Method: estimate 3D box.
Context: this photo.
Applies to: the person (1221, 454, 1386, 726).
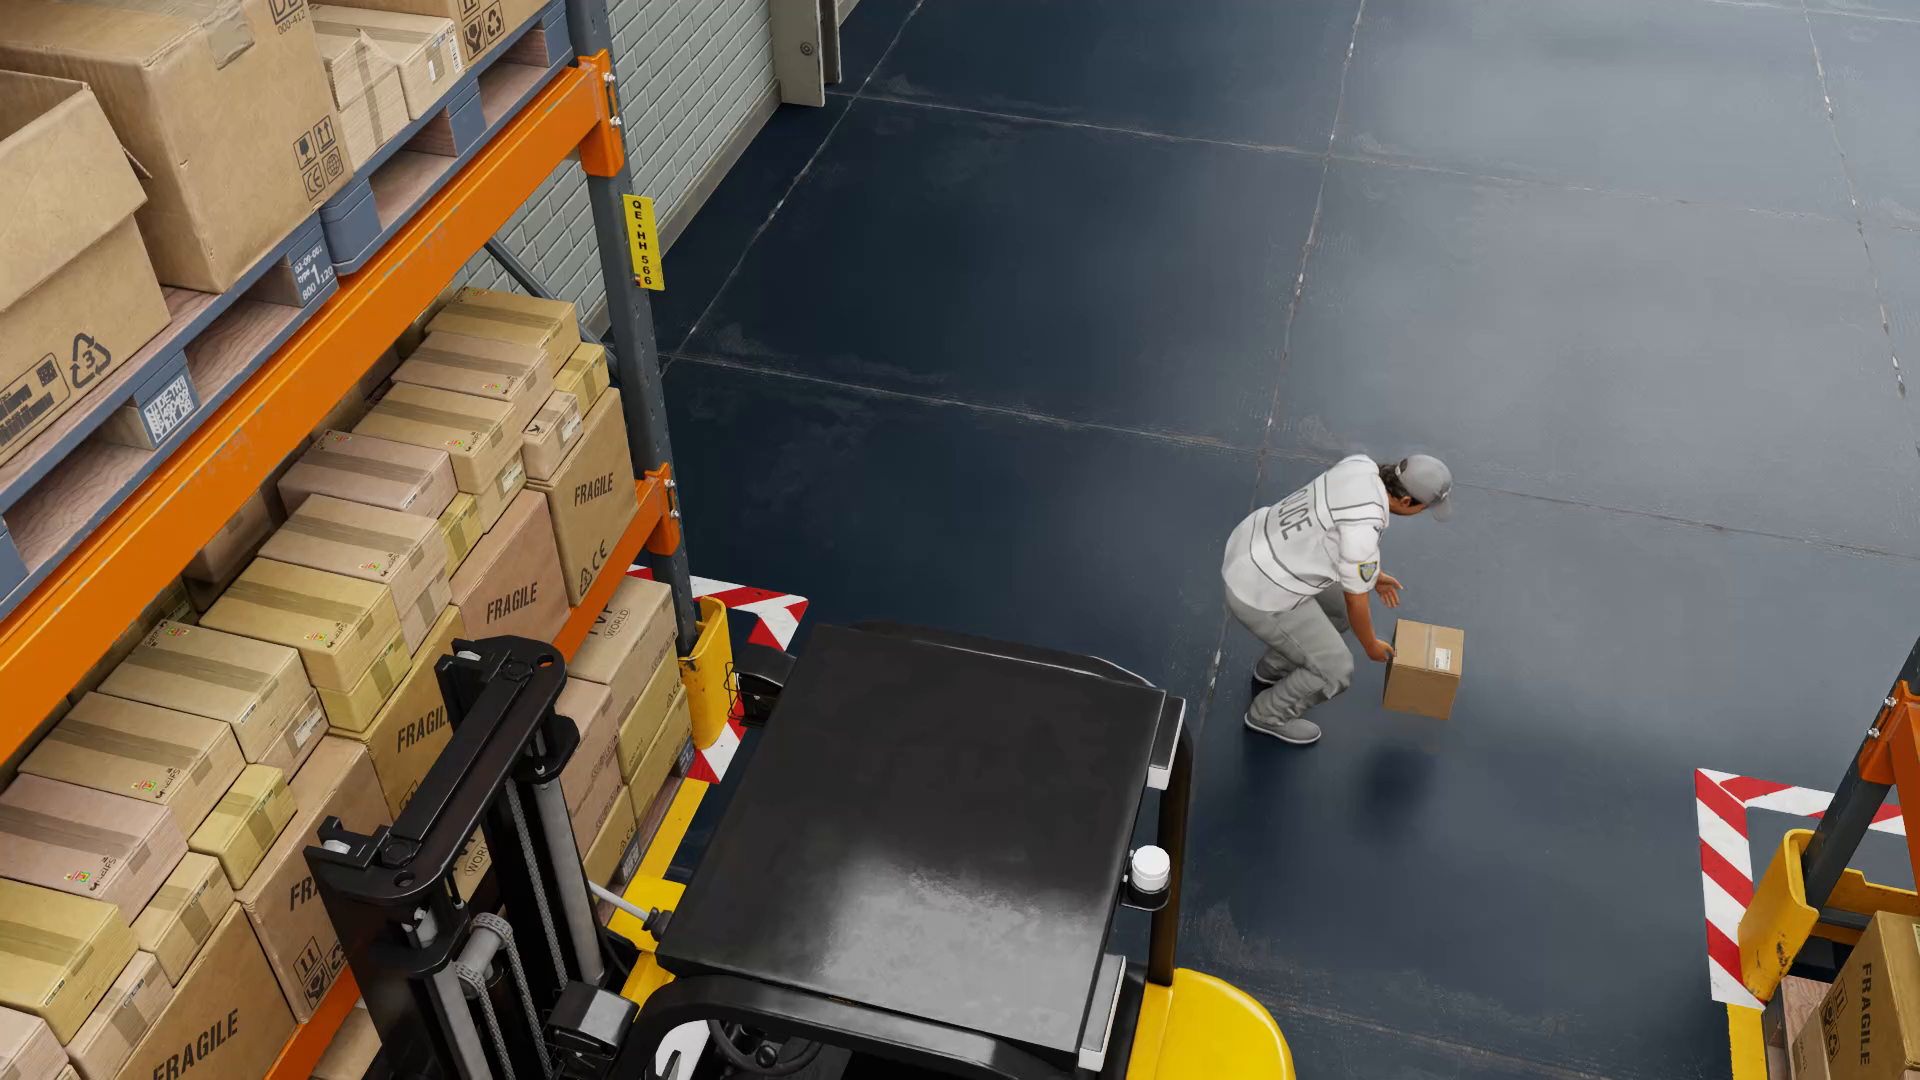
[{"bbox_3d":[1.259,0.179,6.276,0.549,1.126,0.494,10,42,11],"label":"person"}]
